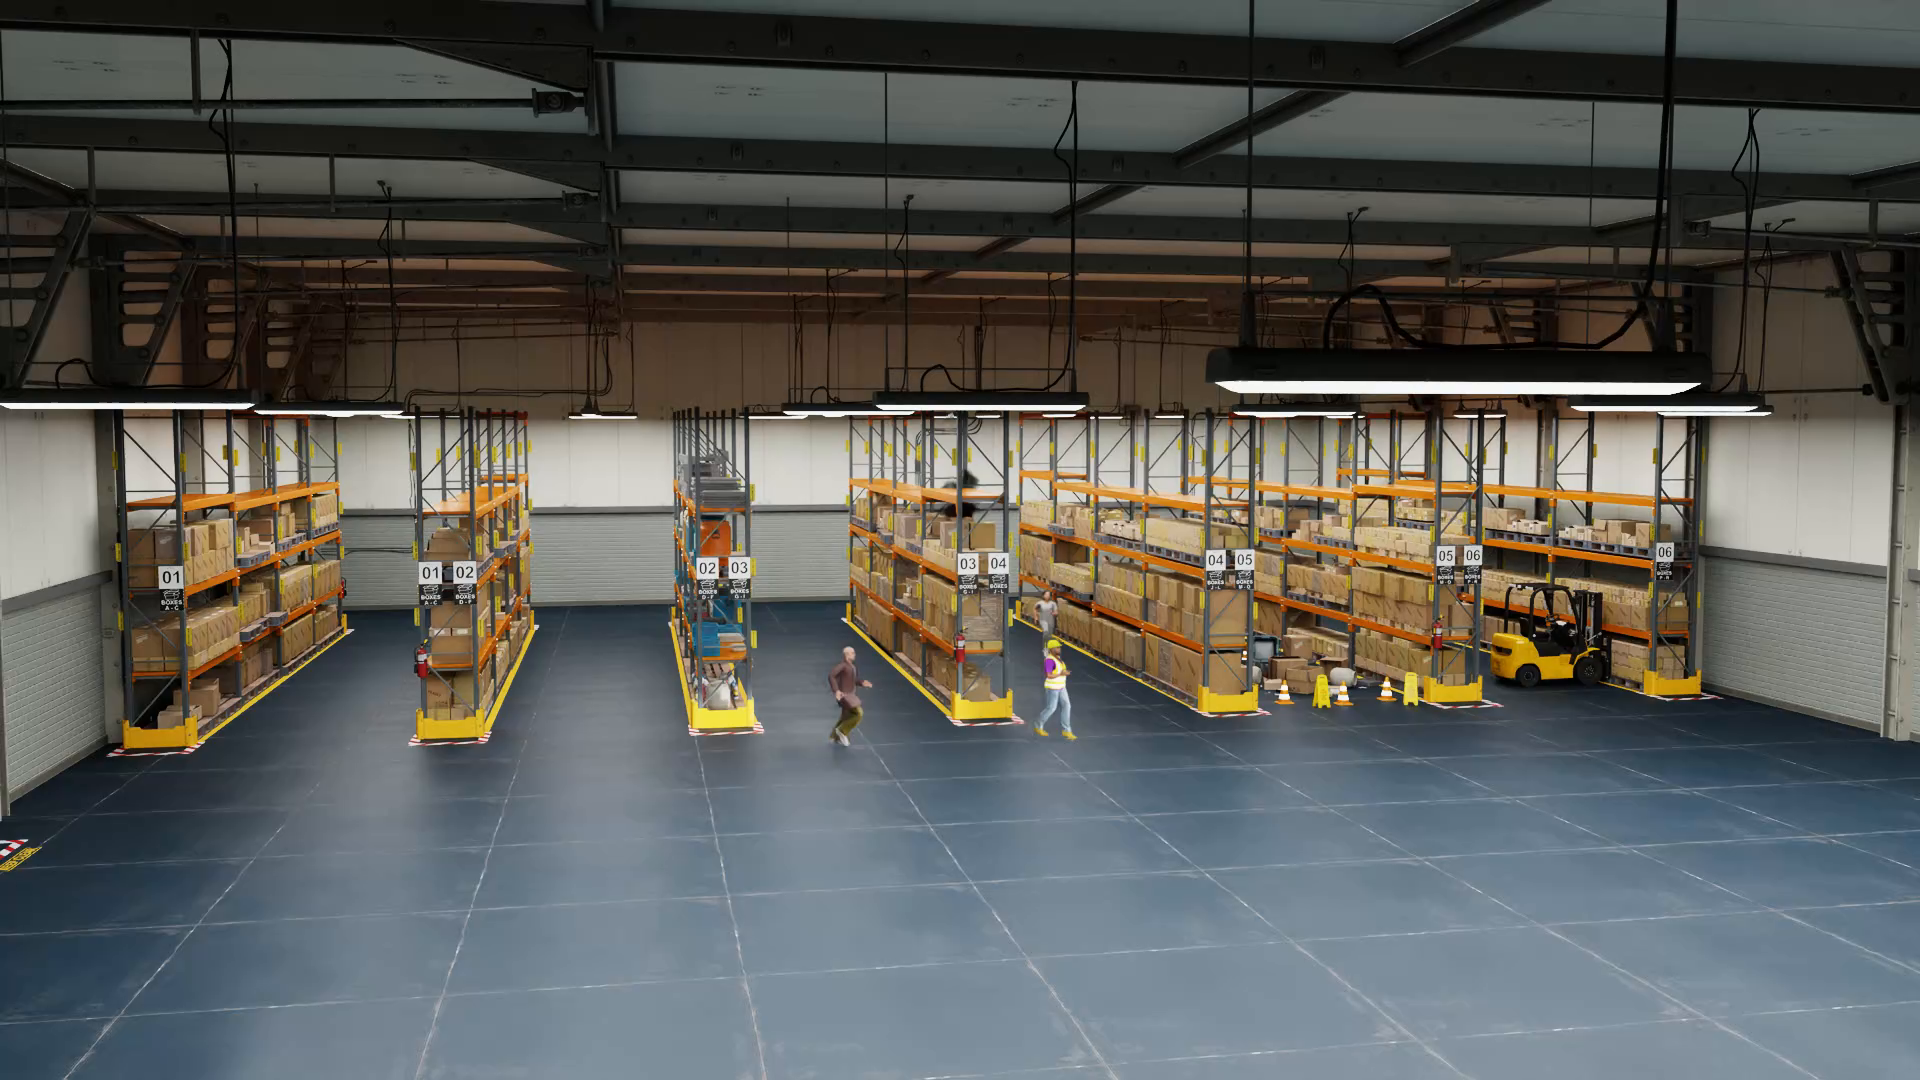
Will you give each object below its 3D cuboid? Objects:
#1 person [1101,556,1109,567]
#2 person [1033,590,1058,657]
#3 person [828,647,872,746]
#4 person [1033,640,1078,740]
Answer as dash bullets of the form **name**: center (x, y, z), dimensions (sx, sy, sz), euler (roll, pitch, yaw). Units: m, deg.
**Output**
- **person**: center (4.478, 1.285, 51.113), dimensions (0.563, 1.625, 0.582), euler (-3, 5, -34)
- **person**: center (2.061, 2.012, 39.786), dimensions (0.546, 1.645, 0.910), euler (-1, 4, -11)
- **person**: center (-1.954, 2.756, 29.293), dimensions (0.806, 1.744, 0.682), euler (1, 4, 13)
- **person**: center (1.713, 2.691, 29.910), dimensions (0.809, 1.799, 0.682), euler (2, 5, 29)
